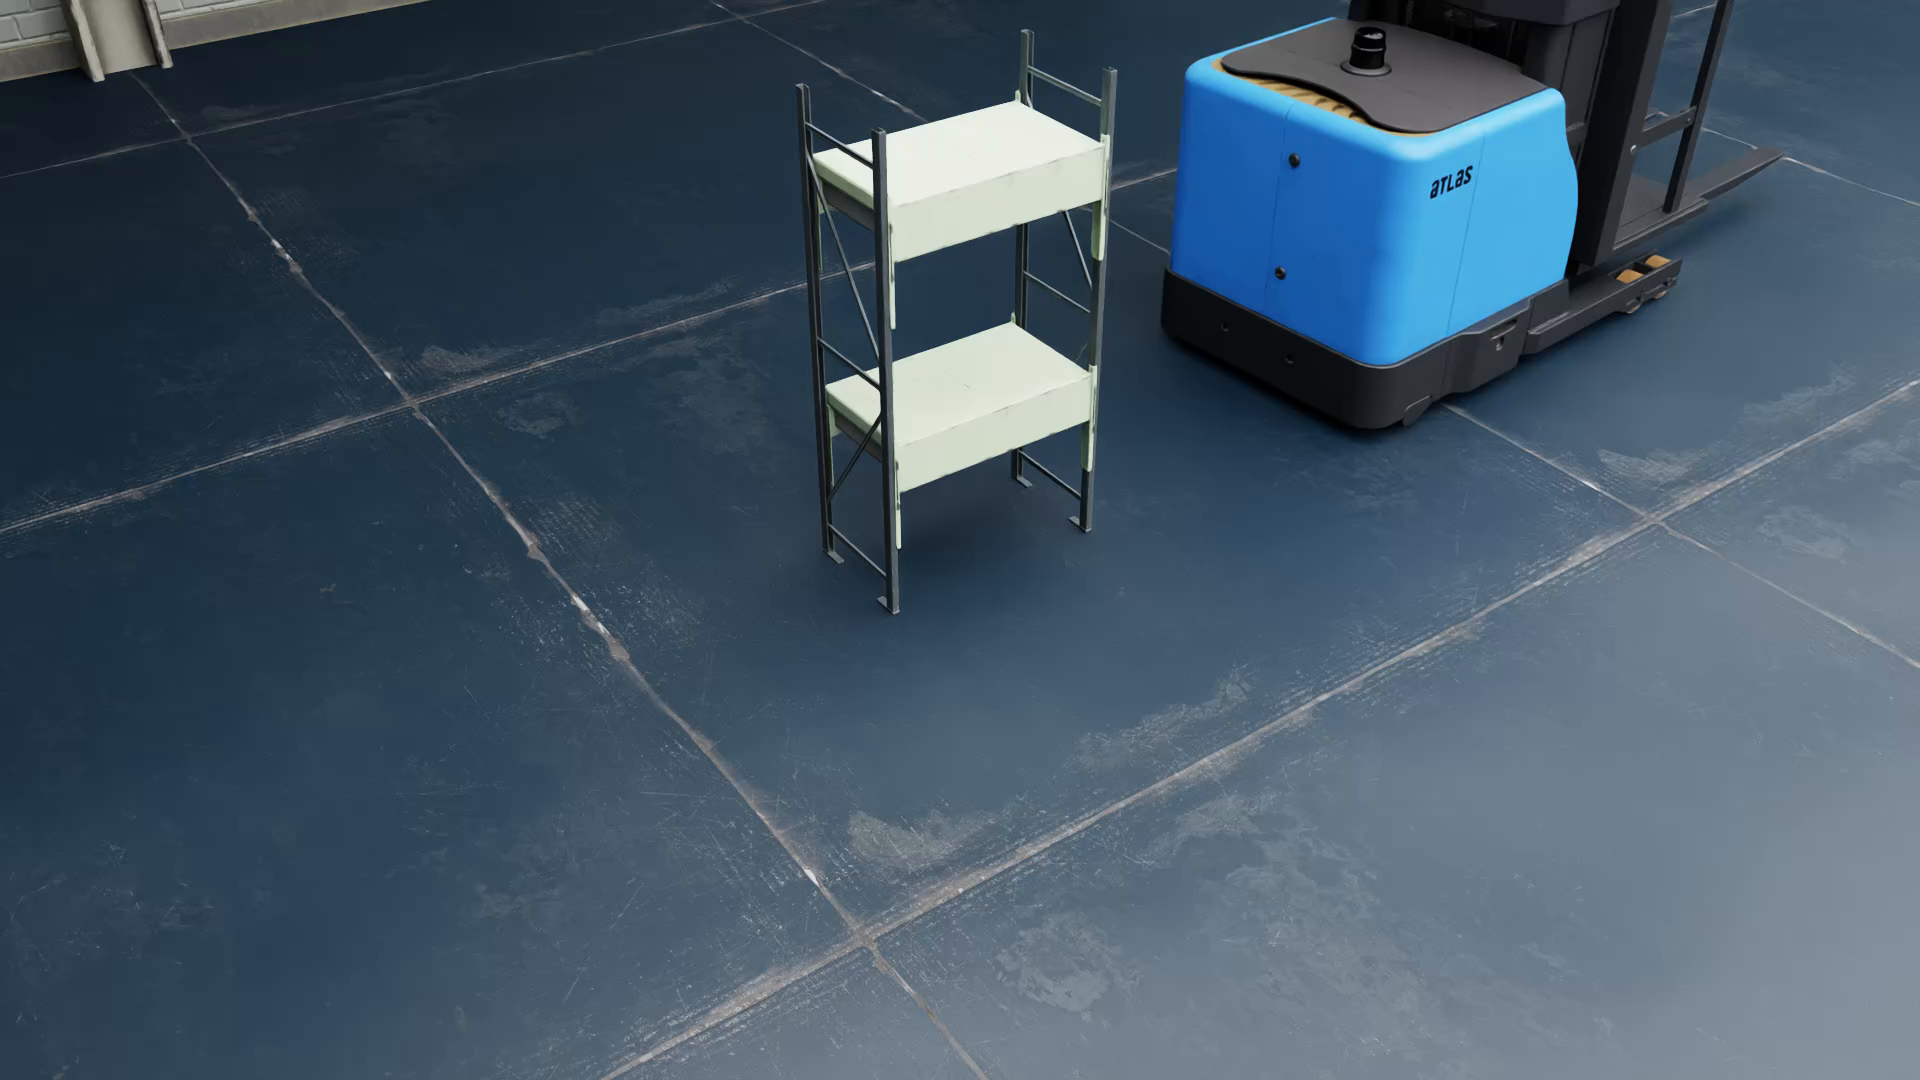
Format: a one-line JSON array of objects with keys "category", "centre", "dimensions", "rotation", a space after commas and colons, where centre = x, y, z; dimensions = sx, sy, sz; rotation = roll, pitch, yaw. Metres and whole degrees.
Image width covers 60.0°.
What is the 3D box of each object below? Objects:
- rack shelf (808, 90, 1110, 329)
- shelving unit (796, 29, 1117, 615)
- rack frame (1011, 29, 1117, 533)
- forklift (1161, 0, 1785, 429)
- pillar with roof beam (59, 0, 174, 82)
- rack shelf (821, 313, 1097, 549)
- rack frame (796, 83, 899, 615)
[{"category": "rack shelf", "centre": [-0.005, -0.923, 4.581], "dimensions": [0.720, 0.370, 0.431], "rotation": [-22, 41, -28]}, {"category": "shelving unit", "centre": [-0.005, -0.607, 4.809], "dimensions": [0.755, 1.500, 0.431], "rotation": [-22, 41, -28]}, {"category": "rack frame", "centre": [0.294, -0.730, 4.980], "dimensions": [0.023, 1.500, 0.400], "rotation": [-22, 41, -28]}, {"category": "forklift", "centre": [2.210, -2.284, 5.915], "dimensions": [3.031, 2.935, 1.130], "rotation": [-26, 43, -31]}, {"category": "pillar with roof beam", "centre": [-1.880, -4.080, 3.216], "dimensions": [0.400, 9.000, 9.100], "rotation": [-22, 41, -28]}, {"category": "rack shelf", "centre": [-0.005, -0.342, 4.999], "dimensions": [0.720, 0.370, 0.431], "rotation": [-22, 41, -28]}, {"category": "rack frame", "centre": [-0.305, -0.484, 4.638], "dimensions": [0.023, 1.500, 0.400], "rotation": [-22, 41, -28]}]
